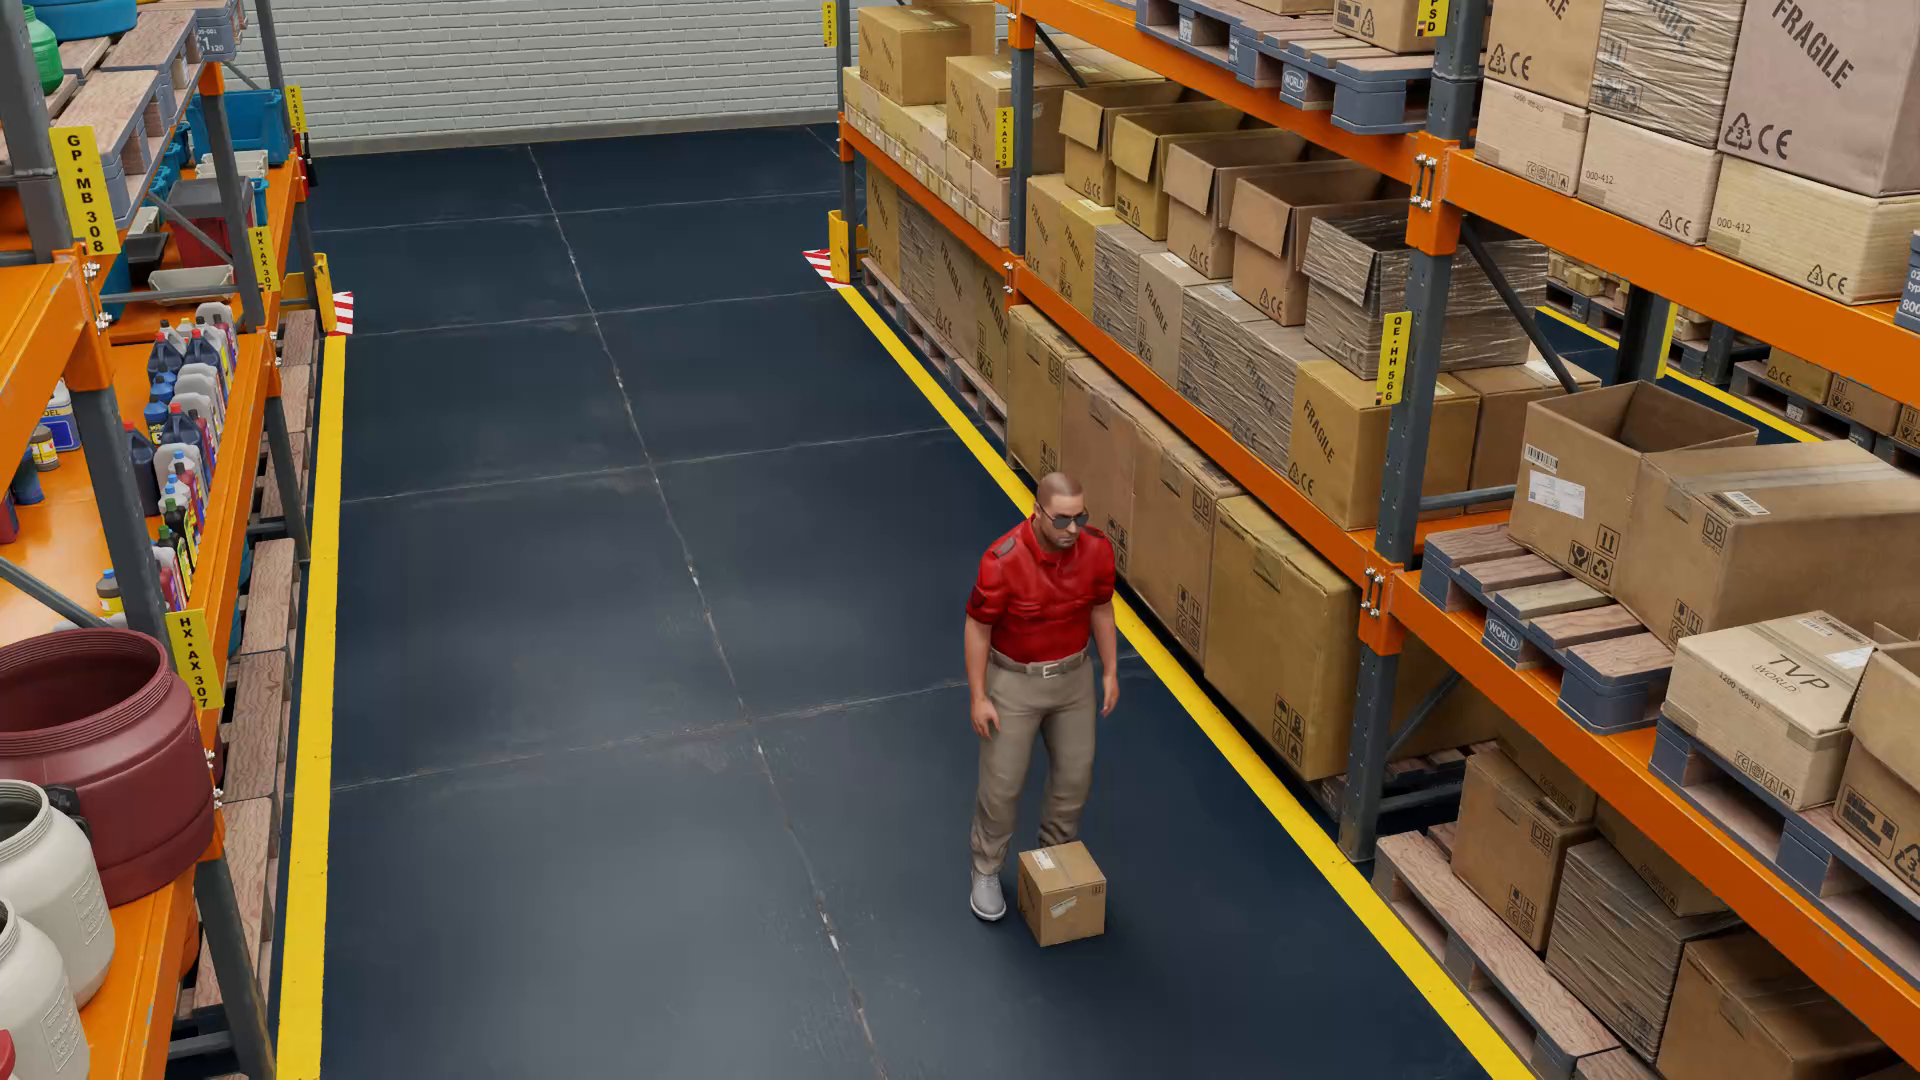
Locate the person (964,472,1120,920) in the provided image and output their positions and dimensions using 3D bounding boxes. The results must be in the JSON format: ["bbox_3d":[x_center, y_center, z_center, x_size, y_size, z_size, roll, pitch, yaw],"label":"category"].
[{"bbox_3d":[0.296,0.535,6.038,0.606,1.728,0.386,-10,28,-19],"label":"person"}]
